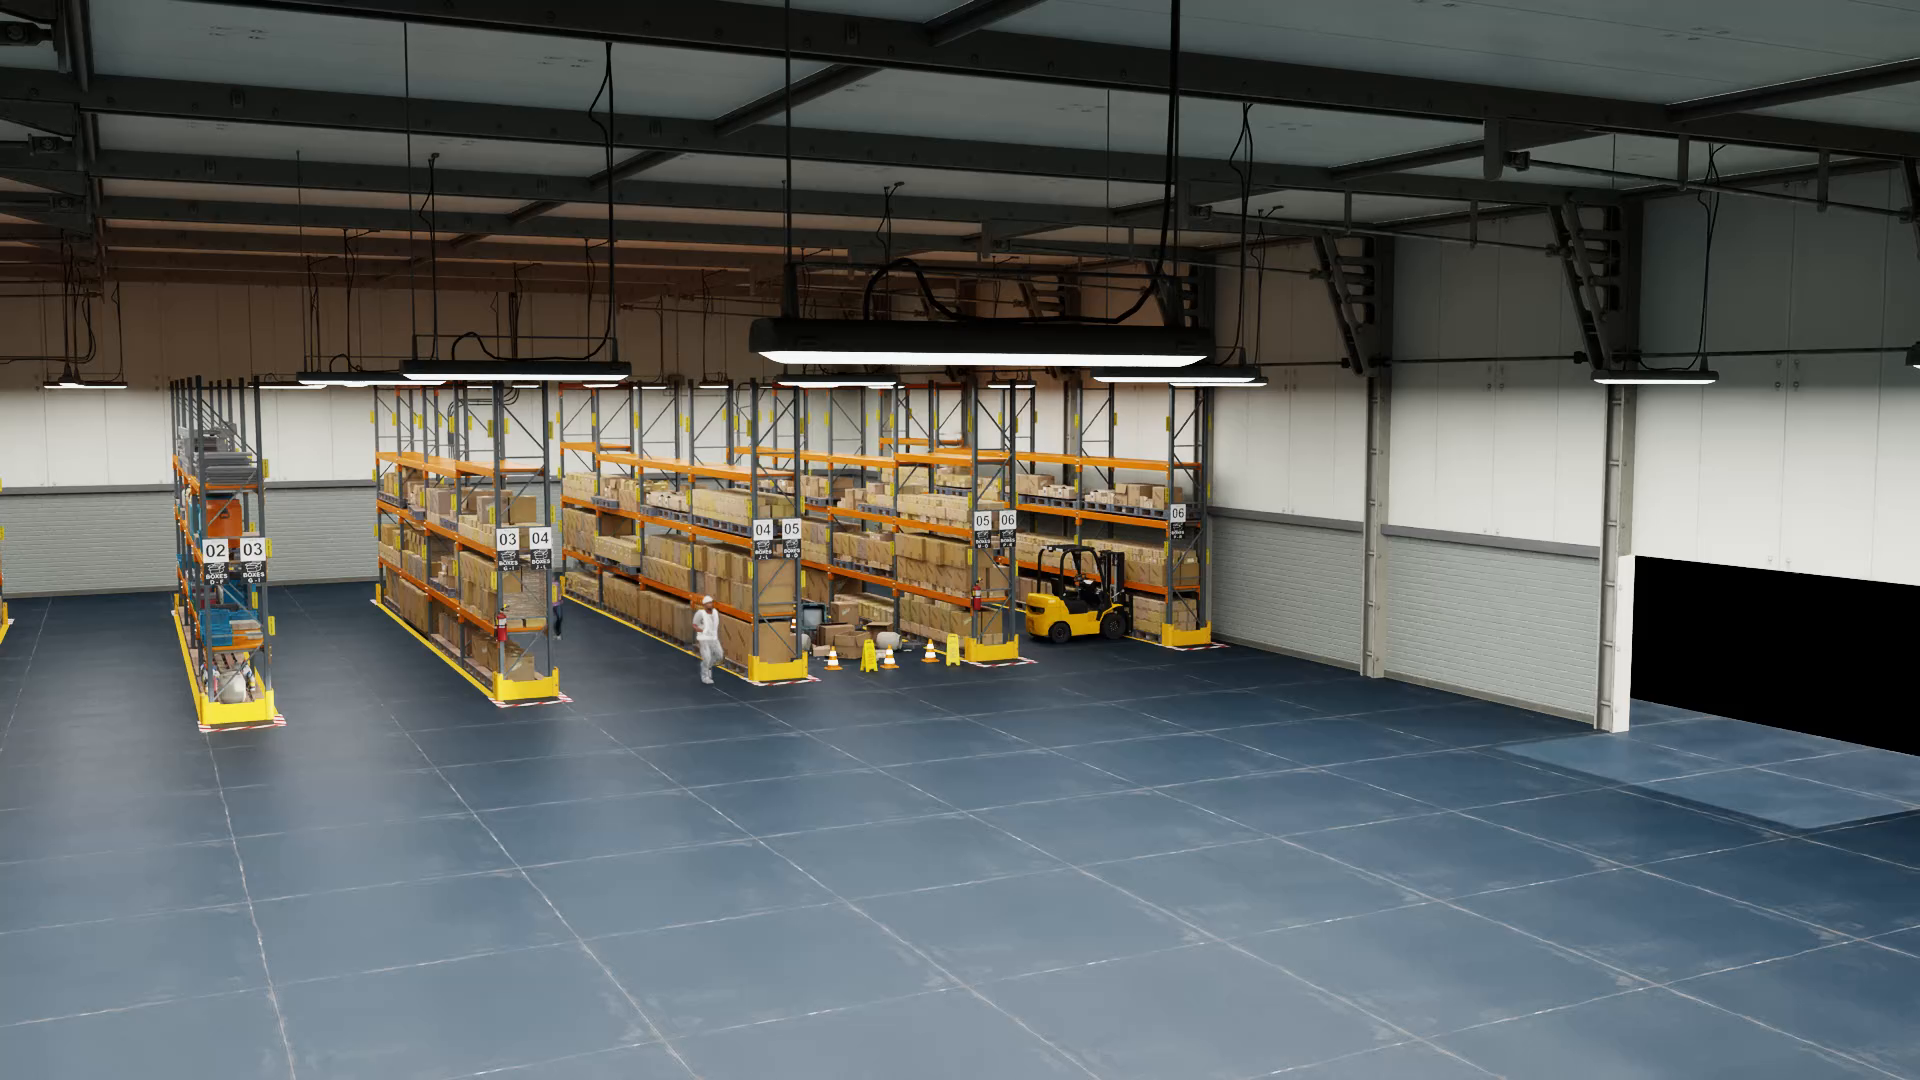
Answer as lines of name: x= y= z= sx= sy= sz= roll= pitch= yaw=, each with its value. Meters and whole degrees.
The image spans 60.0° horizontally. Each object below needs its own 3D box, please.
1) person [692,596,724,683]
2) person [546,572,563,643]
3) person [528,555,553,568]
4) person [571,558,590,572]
person: x=-4.923 y=1.960 z=32.651 sx=0.591 sy=1.736 sz=0.679 roll=5 pitch=7 yaw=43
person: x=-9.316 y=1.538 z=38.082 sx=0.505 sy=1.622 sz=0.686 roll=-3 pitch=6 yaw=-30
person: x=-11.210 y=0.907 z=44.454 sx=0.733 sy=1.733 sz=0.681 roll=-2 pitch=5 yaw=-22
person: x=-11.151 y=0.491 z=48.577 sx=0.875 sy=1.765 sz=0.700 roll=-1 pitch=5 yaw=-13
